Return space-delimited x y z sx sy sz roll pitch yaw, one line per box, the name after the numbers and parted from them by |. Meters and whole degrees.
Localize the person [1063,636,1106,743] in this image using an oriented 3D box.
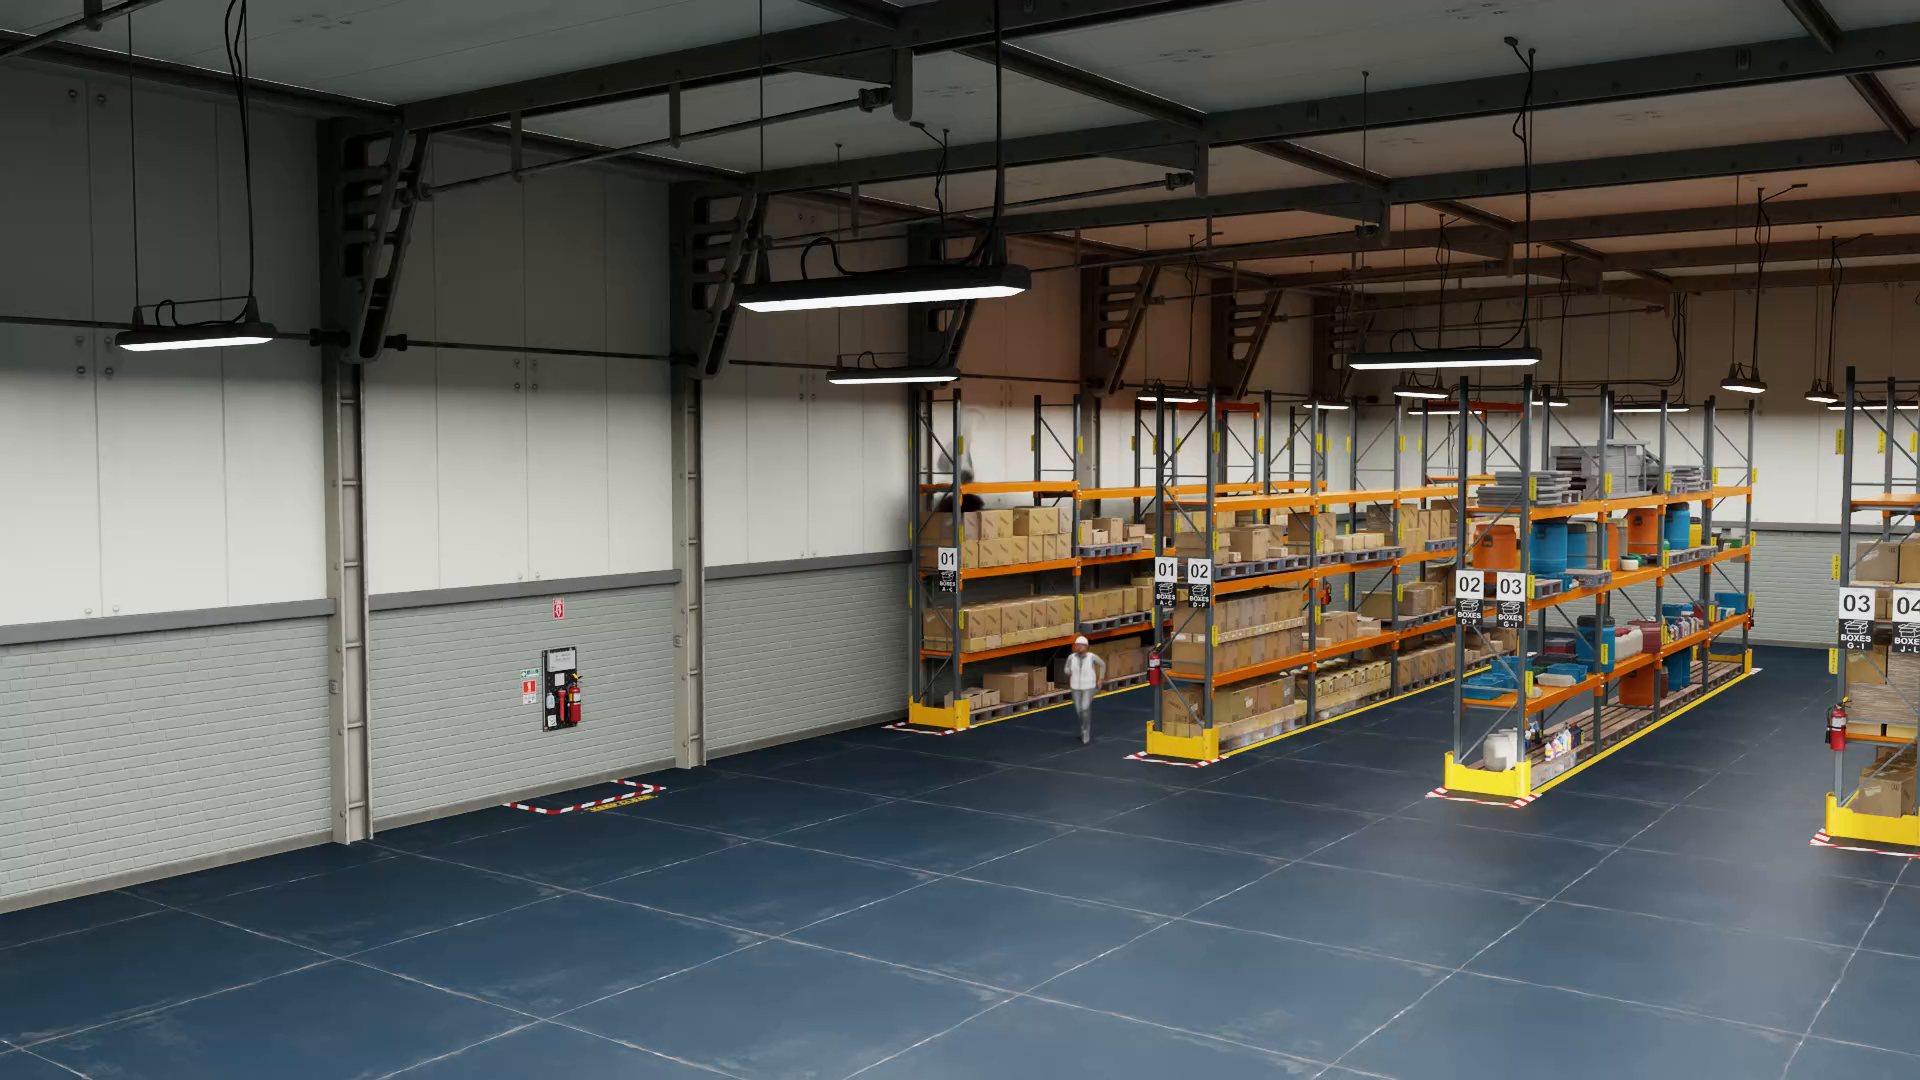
2.098 2.527 28.250 0.674 1.808 0.819 1 4 23 | person
